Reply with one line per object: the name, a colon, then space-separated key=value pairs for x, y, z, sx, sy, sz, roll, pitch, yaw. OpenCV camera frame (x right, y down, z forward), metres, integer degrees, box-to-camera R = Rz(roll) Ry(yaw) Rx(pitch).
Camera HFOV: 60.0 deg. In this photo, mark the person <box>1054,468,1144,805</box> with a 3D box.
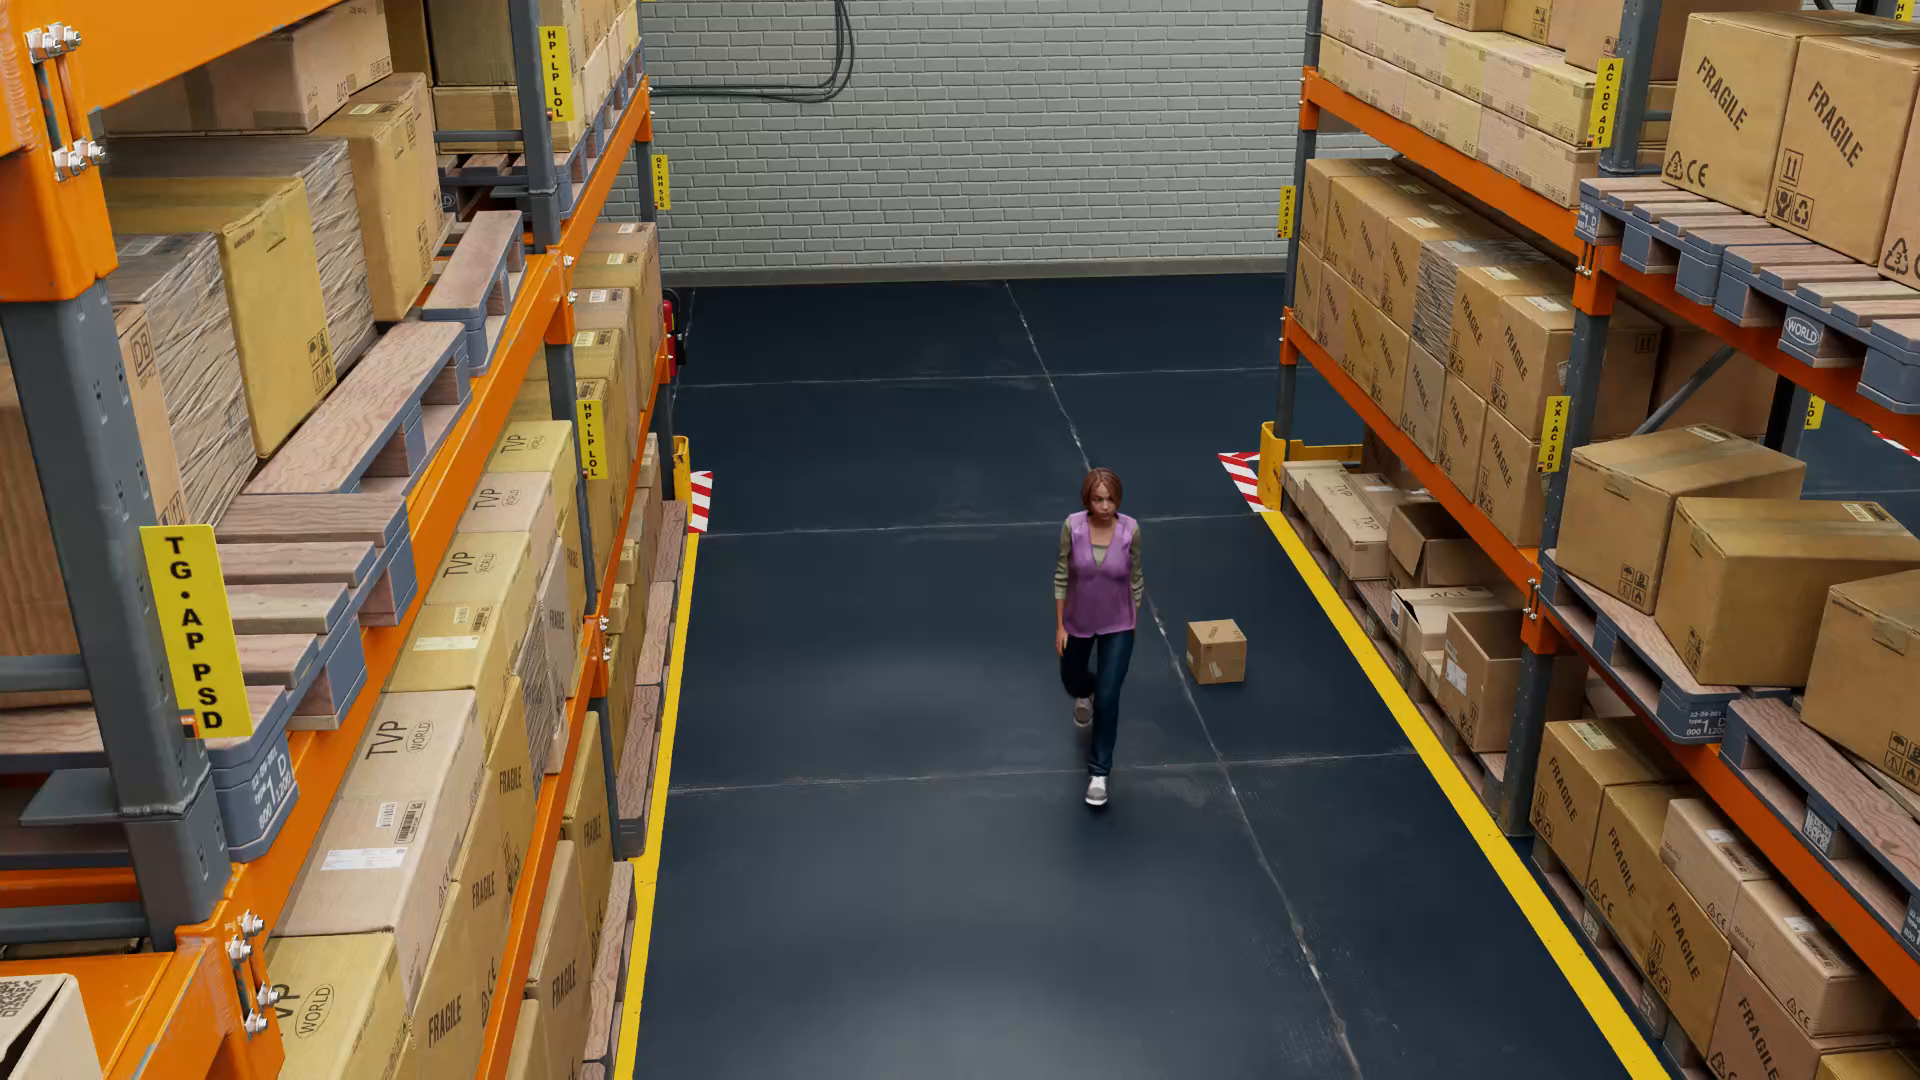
person: x=0.646 y=0.368 z=7.773 sx=0.406 sy=1.558 sz=0.859 roll=4 pitch=24 yaw=9
